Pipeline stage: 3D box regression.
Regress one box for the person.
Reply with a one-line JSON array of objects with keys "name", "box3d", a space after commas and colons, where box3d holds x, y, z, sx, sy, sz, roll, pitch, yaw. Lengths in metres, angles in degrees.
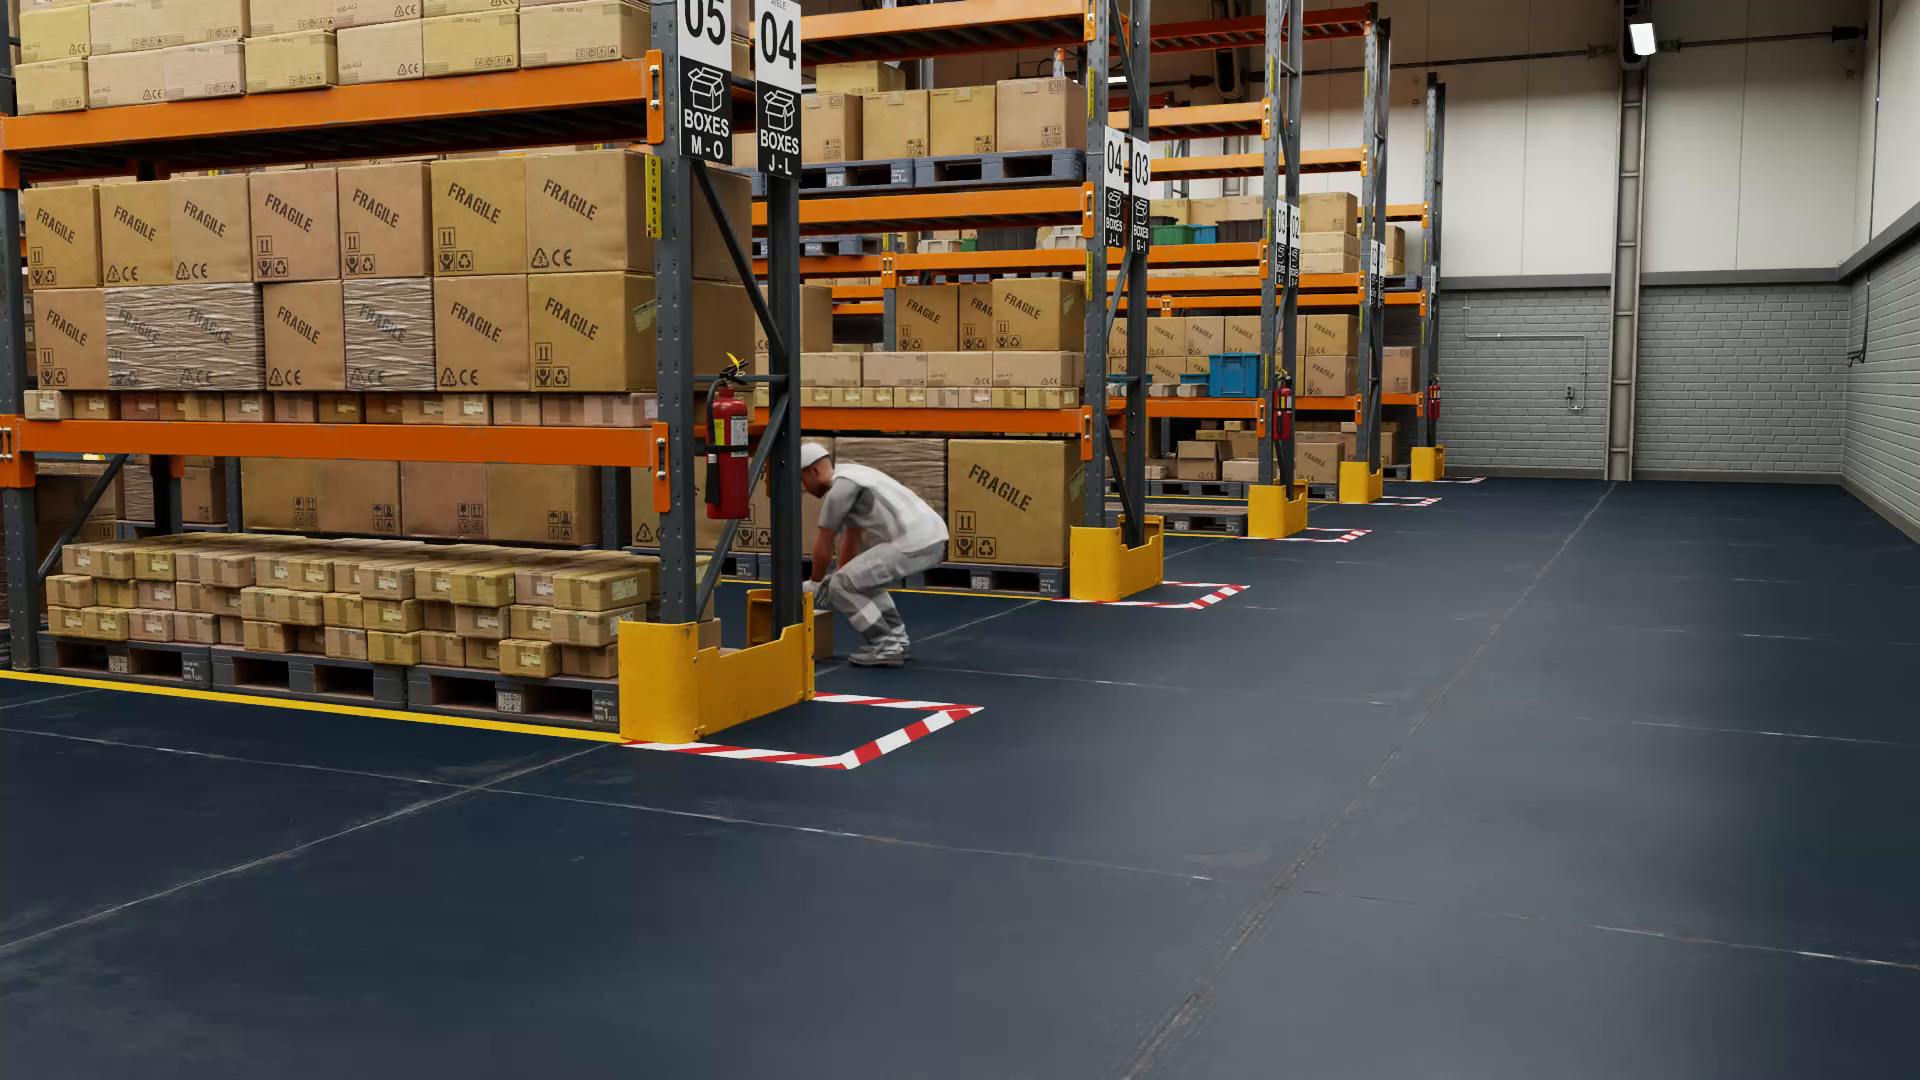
[{"name": "person", "box3d": [-0.499, 0.074, 8.820, 0.852, 1.172, 0.580, 2, 6, 17]}]
